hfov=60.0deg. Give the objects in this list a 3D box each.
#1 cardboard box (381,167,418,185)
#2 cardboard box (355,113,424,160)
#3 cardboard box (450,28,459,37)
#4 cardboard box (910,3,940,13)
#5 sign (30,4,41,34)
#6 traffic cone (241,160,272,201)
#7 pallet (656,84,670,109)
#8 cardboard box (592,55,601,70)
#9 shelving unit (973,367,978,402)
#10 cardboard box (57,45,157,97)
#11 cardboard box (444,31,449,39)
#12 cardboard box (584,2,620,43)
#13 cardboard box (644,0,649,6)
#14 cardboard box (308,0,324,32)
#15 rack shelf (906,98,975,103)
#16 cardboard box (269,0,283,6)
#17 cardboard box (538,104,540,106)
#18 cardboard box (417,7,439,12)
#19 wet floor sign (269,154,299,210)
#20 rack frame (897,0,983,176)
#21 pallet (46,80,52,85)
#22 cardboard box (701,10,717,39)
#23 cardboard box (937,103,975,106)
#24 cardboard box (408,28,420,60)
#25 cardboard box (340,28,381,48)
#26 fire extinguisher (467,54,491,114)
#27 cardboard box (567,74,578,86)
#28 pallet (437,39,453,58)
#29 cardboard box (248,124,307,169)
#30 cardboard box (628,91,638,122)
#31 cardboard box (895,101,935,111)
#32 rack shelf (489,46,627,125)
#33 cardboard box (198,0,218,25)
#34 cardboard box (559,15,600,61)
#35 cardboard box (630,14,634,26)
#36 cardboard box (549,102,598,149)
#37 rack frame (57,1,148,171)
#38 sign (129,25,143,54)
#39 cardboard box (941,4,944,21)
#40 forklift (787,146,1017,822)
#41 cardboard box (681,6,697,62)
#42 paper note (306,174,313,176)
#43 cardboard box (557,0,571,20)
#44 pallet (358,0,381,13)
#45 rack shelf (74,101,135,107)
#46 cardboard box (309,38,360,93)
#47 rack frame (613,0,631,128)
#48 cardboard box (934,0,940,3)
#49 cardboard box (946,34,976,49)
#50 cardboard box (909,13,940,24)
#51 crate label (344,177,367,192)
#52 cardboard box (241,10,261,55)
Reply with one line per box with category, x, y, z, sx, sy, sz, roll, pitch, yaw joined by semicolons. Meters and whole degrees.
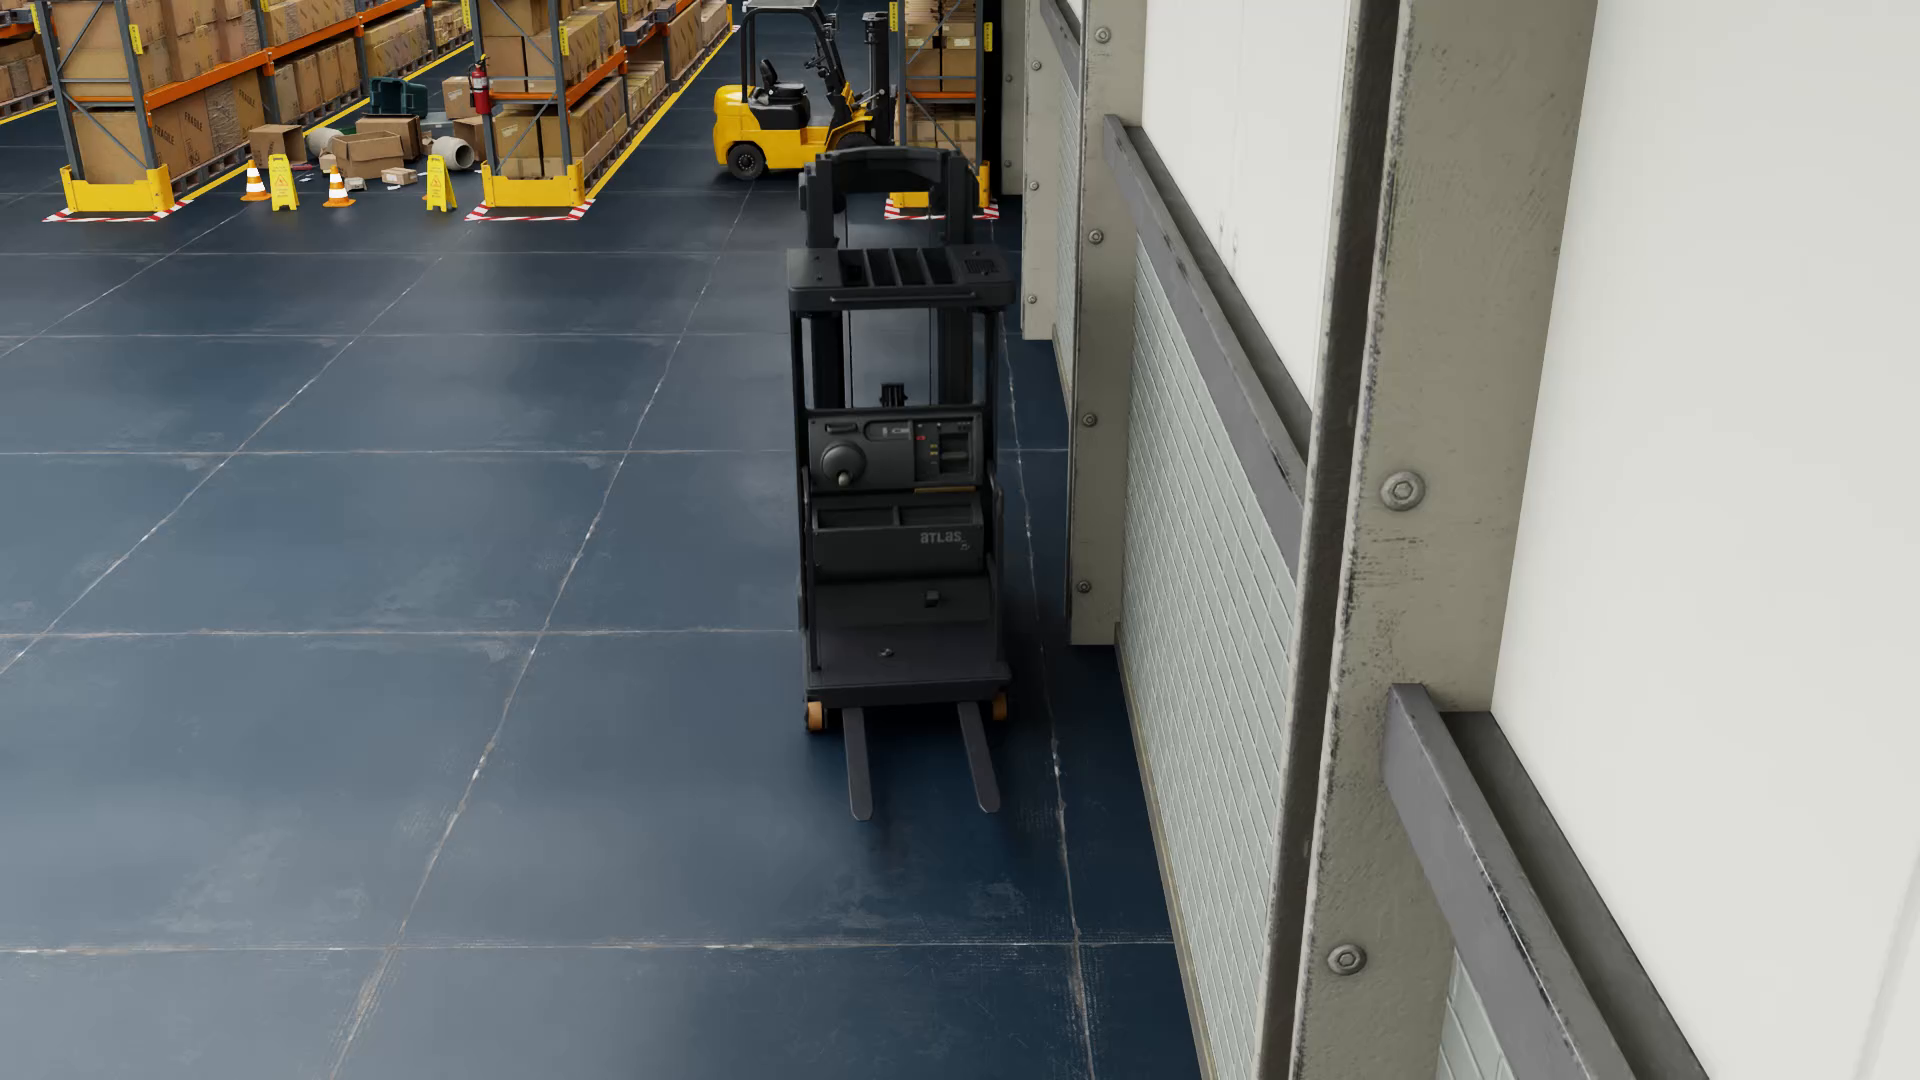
cardboard box;-7.227;-4.689;21.438;0.380;0.149;0.250;13;27;27
cardboard box;-7.762;-5.480;22.591;0.797;0.637;0.503;0;24;-1
cardboard box;-10.009;-9.917;32.487;0.380;0.149;0.250;-1;24;-2
cardboard box;-0.452;-6.841;21.465;0.380;0.149;0.250;0;24;0
sign;-10.684;-6.032;19.256;0.100;0.325;0.005;0;24;-1
traffic cone;-8.727;-4.463;20.557;0.336;0.463;0.334;0;24;-1
pallet;-5.273;-7.162;26.828;1.003;0.211;1.213;0;24;-1
cardboard box;-4.901;-6.230;21.690;0.380;0.149;0.250;0;24;0
shelving unit;-2.865;-5.278;20.735;5.752;1.800;21.905;0;24;-1
cardboard box;-10.190;-5.615;19.842;0.875;0.550;0.550;0;24;-1
cardboard box;-10.065;-9.699;32.004;0.380;0.149;0.250;-1;24;-2
cardboard box;-4.983;-7.105;22.837;0.500;0.500;0.500;-1;24;-2
cardboard box;-4.969;-8.295;24.958;0.500;0.500;0.500;-1;24;-3
cardboard box;-9.936;-7.929;25.019;0.500;0.500;0.500;0;24;0
rack shelf;-0.251;-6.043;21.671;0.831;0.071;3.687;0;24;-1
cardboard box;-10.204;-7.960;23.874;0.700;0.500;0.500;-1;24;-1
cardboard box;-5.533;-5.617;21.159;0.380;0.149;0.250;0;24;0
cardboard box;-10.573;-10.499;33.052;0.380;0.149;0.250;1;24;2
wet floor sign;-8.161;-4.318;20.014;0.267;0.644;0.232;-4;25;-10
rack frame;-0.229;-5.481;19.730;1.000;3.000;0.127;0;24;-1
pallet;-15.122;-7.764;28.161;1.003;0.211;1.213;0;24;-1
cardboard box;-5.233;-10.054;32.440;0.875;0.438;0.875;-1;24;-2
cardboard box;-0.049;-5.486;21.355;0.500;0.250;0.500;0;24;-1
cardboard box;-10.007;-8.876;29.758;0.500;0.500;0.500;-1;24;-2
cardboard box;-9.994;-8.370;27.729;0.500;0.250;0.500;-1;24;-3
fire extinguisher;-5.652;-5.373;19.584;0.296;0.674;0.183;0;24;-1
cardboard box;-4.928;-5.698;20.513;0.380;0.149;0.250;-1;24;-2
pallet;-10.315;-9.345;31.655;1.003;0.211;1.213;0;24;-1
cardboard box;-9.142;-5.269;22.291;0.500;0.500;0.500;4;25;9
cardboard box;-5.244;-6.316;24.254;0.950;0.372;0.625;0;24;0
cardboard box;-0.573;-5.482;21.345;0.500;0.250;0.500;0;24;0
rack shelf;-5.214;-5.954;21.647;1.077;0.370;4.000;0;24;-1
cardboard box;-10.224;-7.001;21.597;0.875;0.550;0.550;0;24;-1
cardboard box;-4.950;-6.468;21.429;0.500;0.500;0.500;-1;24;-2
cardboard box;-4.920;-7.515;24.021;0.380;0.149;0.250;0;24;1
cardboard box;-4.936;-5.297;21.238;0.500;0.500;0.500;-1;24;-3
rack frame;-10.144;-5.394;19.536;0.949;2.616;0.053;0;24;-1
sign;-9.586;-5.824;19.341;0.100;0.325;0.005;0;24;-1
cardboard box;-0.022;-7.499;23.767;0.500;0.250;0.500;-1;24;-1
forklift;-13.524;-7.050;23.282;23.922;2.935;37.735;-3;24;-6
cardboard box;-5.219;-8.998;29.574;0.875;0.875;0.875;0;24;1
paper note;-8.541;-4.798;21.845;0.032;0.001;0.123;13;27;27
cardboard box;-5.389;-6.928;21.233;0.700;0.500;0.500;0;24;-1
pallet;-10.343;-8.896;27.512;1.213;0.211;1.003;0;24;-1
rack shelf;-10.163;-5.955;21.477;0.831;0.071;3.687;0;24;-1
cardboard box;-10.312;-7.605;26.646;1.050;0.750;0.750;-1;24;-1
rack frame;-5.236;-7.106;23.321;1.000;3.000;0.127;0;24;-1
cardboard box;-0.461;-7.261;22.396;0.380;0.149;0.250;-1;24;-2
cardboard box;0.027;-5.964;19.887;0.380;0.149;0.250;-1;24;-2
cardboard box;-0.436;-6.417;20.529;0.380;0.149;0.250;0;24;0
crate label;-7.664;-4.503;21.041;0.250;0.136;0.298;-14;28;-28
cardboard box;-10.169;-6.958;22.813;0.875;0.550;0.550;0;24;-1
